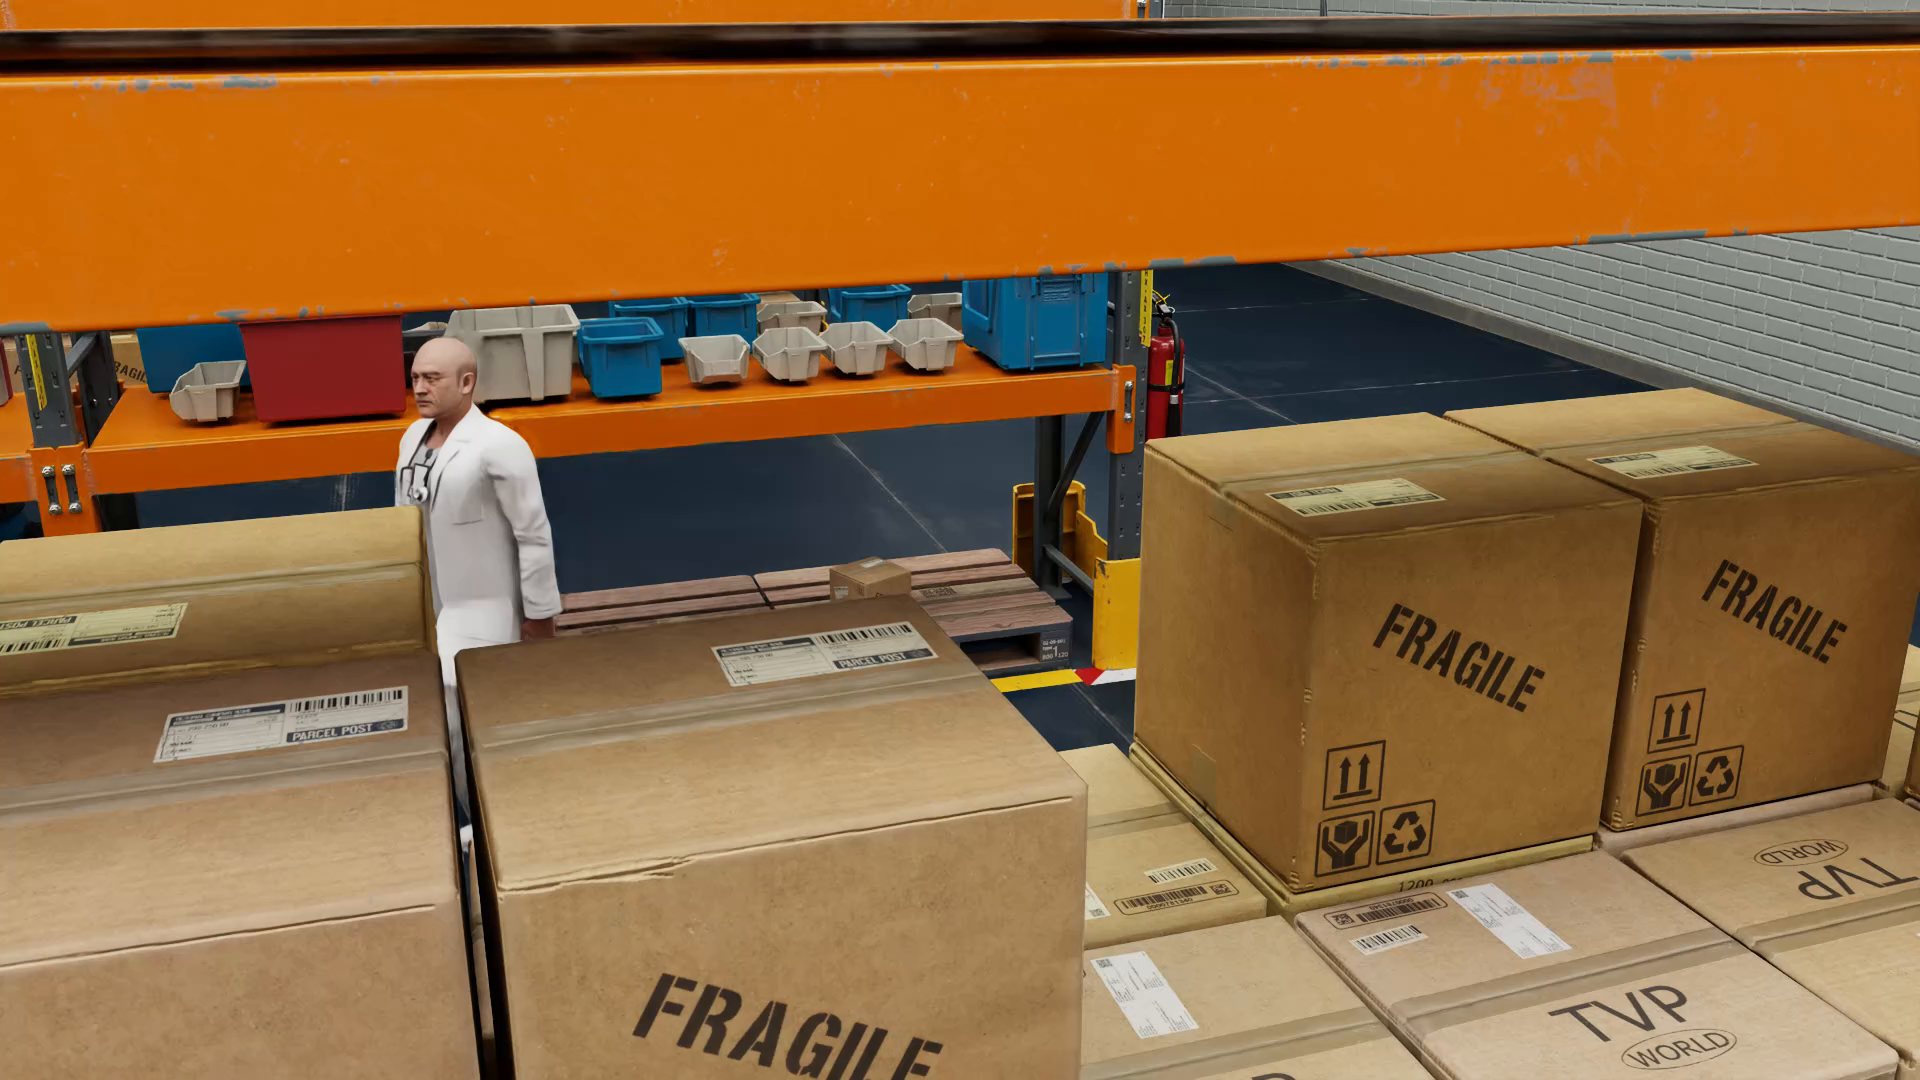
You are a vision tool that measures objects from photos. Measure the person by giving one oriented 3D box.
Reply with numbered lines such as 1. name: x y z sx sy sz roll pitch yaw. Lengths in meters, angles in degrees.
1. person: -1.571 0.264 5.340 0.580 1.844 0.556 16 24 38
